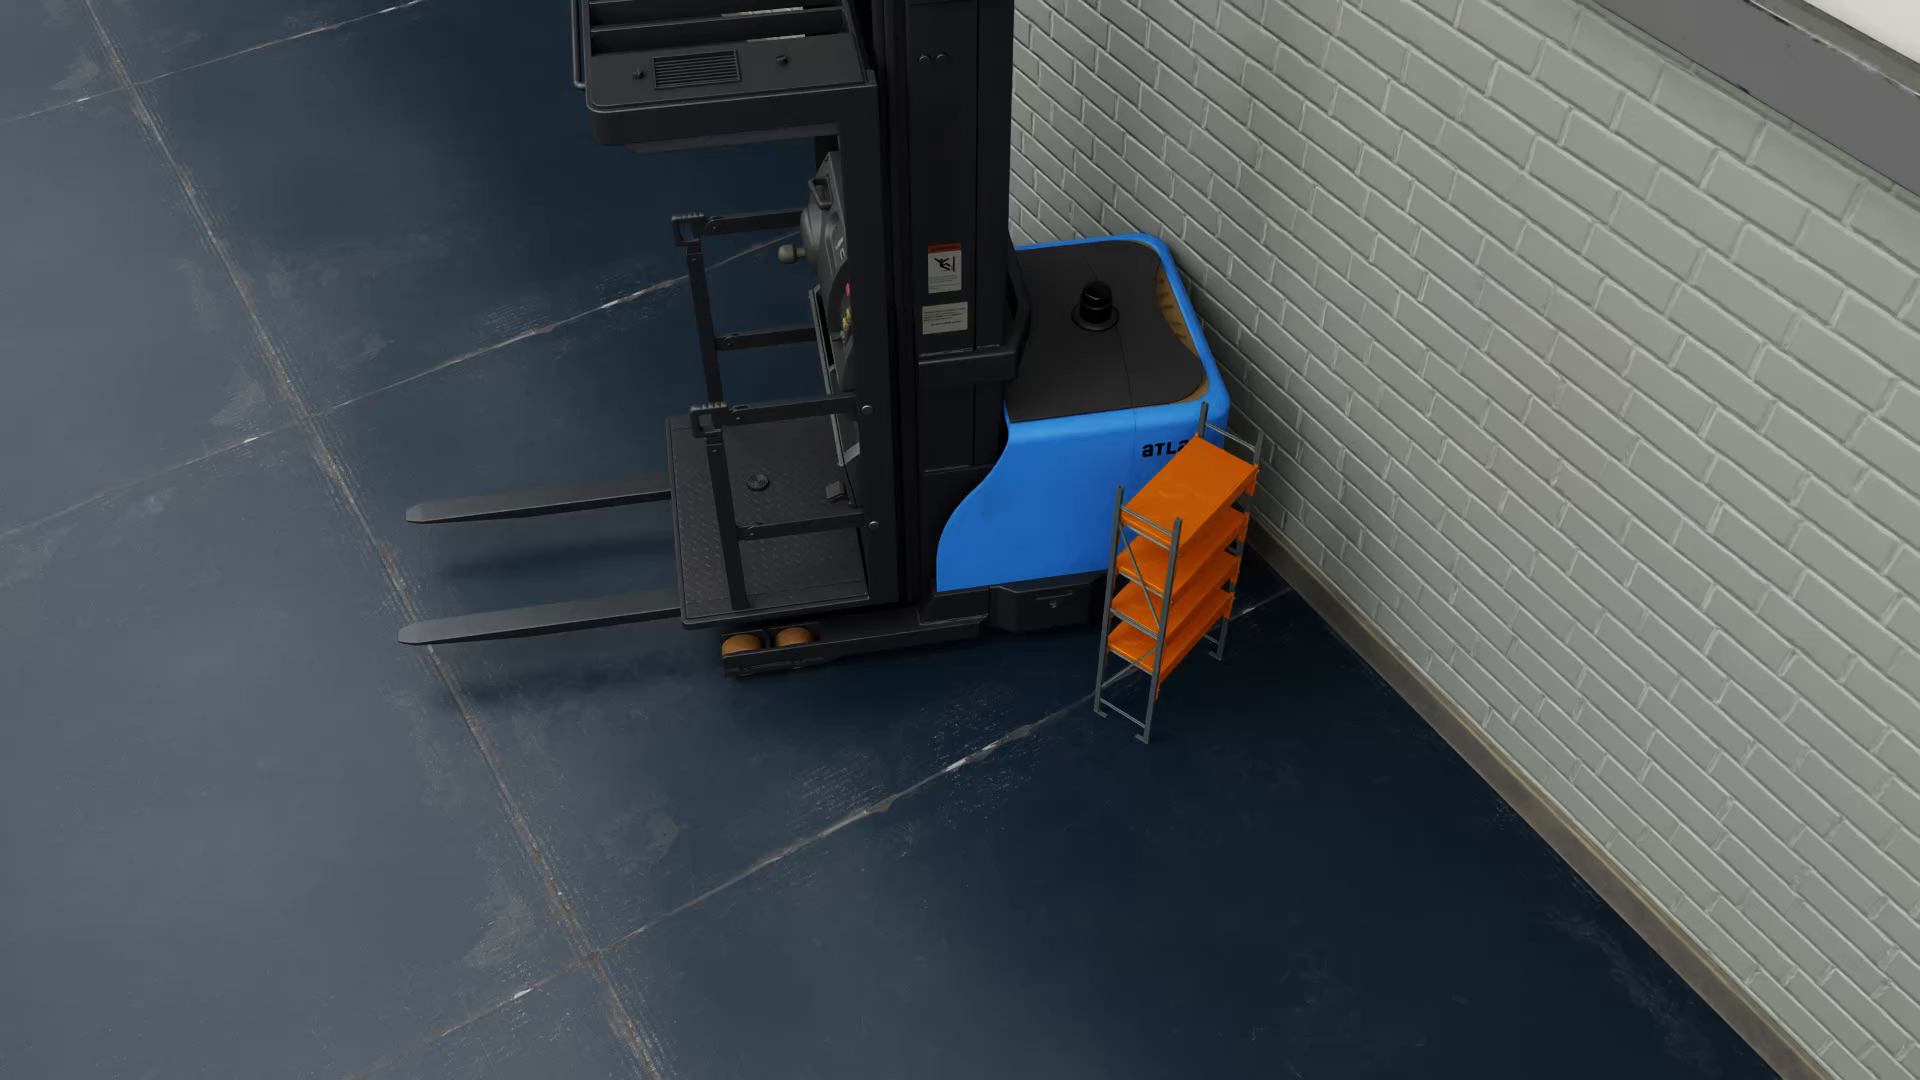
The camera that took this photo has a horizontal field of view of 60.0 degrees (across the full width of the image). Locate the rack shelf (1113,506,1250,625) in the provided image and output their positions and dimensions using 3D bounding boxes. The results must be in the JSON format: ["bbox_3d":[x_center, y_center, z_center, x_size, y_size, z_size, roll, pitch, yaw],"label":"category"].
[{"bbox_3d":[0.743,0.037,5.650,0.258,0.148,0.480,31,55,25],"label":"rack shelf"}]

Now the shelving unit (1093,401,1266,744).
[{"bbox_3d":[0.743,0.141,5.766,0.258,1.200,0.503,31,55,25],"label":"shelving unit"}]

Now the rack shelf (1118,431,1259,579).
[{"bbox_3d":[0.743,-0.120,5.473,0.258,0.148,0.480,31,55,25],"label":"rack shelf"}]

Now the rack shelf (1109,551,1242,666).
[{"bbox_3d":[0.743,0.186,5.817,0.258,0.148,0.480,31,55,25],"label":"rack shelf"}]

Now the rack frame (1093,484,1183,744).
[{"bbox_3d":[0.591,0.283,5.640,0.240,1.200,0.015,31,55,25],"label":"rack frame"}]

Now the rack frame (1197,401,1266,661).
[{"bbox_3d":[0.895,-0.001,5.893,0.240,1.200,0.015,31,55,25],"label":"rack frame"}]

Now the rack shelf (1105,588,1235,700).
[{"bbox_3d":[0.743,0.318,5.965,0.258,0.148,0.480,31,55,25],"label":"rack shelf"}]

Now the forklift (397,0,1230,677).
[{"bbox_3d":[-0.618,-0.894,5.529,3.031,2.935,1.130,-7,49,-7],"label":"forklift"}]
